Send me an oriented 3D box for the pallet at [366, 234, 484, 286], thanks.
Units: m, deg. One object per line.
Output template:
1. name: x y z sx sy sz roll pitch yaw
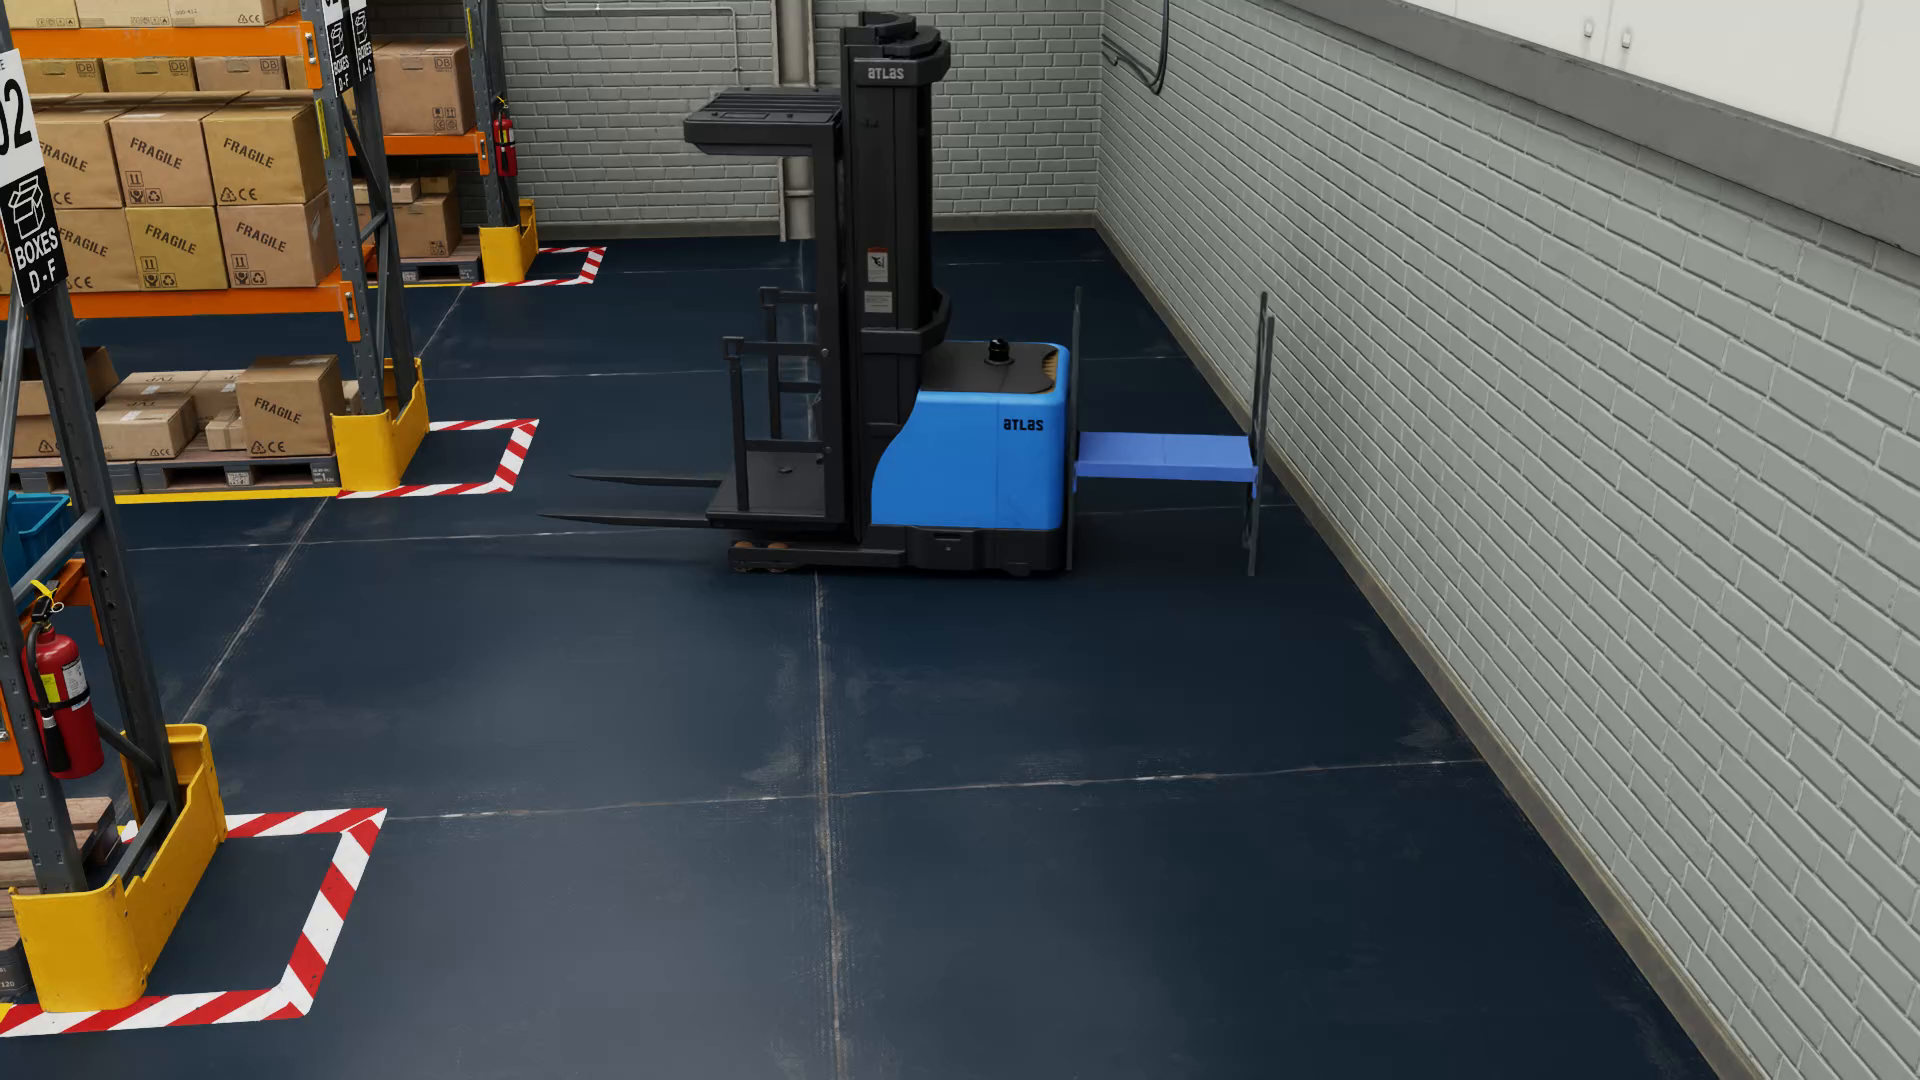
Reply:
1. pallet: -4.974 -2.580 15.294 1.213 0.211 1.003 -2 24 -5

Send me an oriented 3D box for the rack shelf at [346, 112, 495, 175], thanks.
1. rack shelf: -6.177 -3.509 14.837 4.000 0.370 1.077 -2 24 -5

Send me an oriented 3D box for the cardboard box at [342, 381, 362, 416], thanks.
1. cardboard box: -4.146 -0.936 11.131 0.250 0.149 0.380 -2 24 -5

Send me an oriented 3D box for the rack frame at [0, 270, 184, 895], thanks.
1. rack frame: -3.213 0.087 5.861 0.127 3.000 1.000 -2 24 -5

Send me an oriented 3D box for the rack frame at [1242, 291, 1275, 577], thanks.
1. rack frame: 1.648 -0.580 9.208 0.032 1.500 0.500 2 24 5

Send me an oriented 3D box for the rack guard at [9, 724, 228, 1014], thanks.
1. rack guard: -3.190 1.223 6.383 0.348 0.500 1.175 -2 24 -5

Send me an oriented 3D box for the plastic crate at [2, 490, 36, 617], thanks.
1. plastic crate: -3.528 0.132 5.642 0.499 0.435 0.616 -2 24 -5

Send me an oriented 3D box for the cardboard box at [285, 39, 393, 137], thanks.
1. cardboard box: -5.416 -3.997 14.679 0.700 0.700 0.980 -2 24 -6

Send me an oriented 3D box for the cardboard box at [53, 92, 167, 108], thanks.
1. cardboard box: -5.181 -2.465 10.248 0.500 0.500 0.500 -2 24 -4

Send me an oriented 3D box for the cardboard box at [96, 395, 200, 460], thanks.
1. cardboard box: -5.161 -0.713 10.504 0.500 0.250 0.500 -2 24 -5

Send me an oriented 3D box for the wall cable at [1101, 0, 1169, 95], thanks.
1. wall cable: 1.477 -5.321 14.466 0.112 2.526 3.097 -2 24 -5

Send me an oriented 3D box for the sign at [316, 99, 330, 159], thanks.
1. sign: -3.661 -2.364 9.560 0.005 0.325 0.100 -2 24 -5

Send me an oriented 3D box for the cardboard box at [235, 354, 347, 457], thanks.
1. cardboard box: -4.213 -0.853 10.512 0.500 0.500 0.500 -2 24 -5

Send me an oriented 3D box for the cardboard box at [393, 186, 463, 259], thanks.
1. cardboard box: -4.873 -2.899 15.139 0.500 0.500 0.700 -2 24 -5

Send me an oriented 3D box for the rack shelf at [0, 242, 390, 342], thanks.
1. rack shelf: -5.686 -1.507 10.333 4.000 0.370 1.077 -2 24 -5

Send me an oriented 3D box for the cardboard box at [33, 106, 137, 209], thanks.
1. cardboard box: -5.130 -2.246 9.756 0.500 0.500 0.500 -2 24 -4

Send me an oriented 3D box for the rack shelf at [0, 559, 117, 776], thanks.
1. rack shelf: -5.203 0.496 5.828 4.000 0.370 1.077 -2 24 -5

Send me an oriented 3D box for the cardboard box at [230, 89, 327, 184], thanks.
1. cardboard box: -4.163 -2.507 10.343 0.500 0.500 0.500 -2 24 -4

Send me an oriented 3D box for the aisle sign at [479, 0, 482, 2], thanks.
1. aisle sign: -4.085 -4.987 14.076 0.004 0.787 0.394 -2 24 -5

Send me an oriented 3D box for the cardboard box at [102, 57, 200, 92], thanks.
1. cardboard box: -6.899 -3.937 14.545 0.700 0.700 0.980 -3 24 -6

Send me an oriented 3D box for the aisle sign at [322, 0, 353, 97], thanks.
1. aisle sign: -3.598 -2.982 9.566 0.004 0.787 0.394 -2 24 -5

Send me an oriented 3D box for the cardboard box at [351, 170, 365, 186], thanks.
1. cardboard box: -5.522 -3.251 15.132 0.250 0.149 0.380 -2 24 -5

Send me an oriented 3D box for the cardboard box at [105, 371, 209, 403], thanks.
1. cardboard box: -5.260 -0.913 10.955 0.500 0.250 0.500 -2 24 -5

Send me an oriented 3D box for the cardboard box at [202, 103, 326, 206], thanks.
1. cardboard box: -4.112 -2.289 9.853 0.500 0.500 0.500 -3 24 -6

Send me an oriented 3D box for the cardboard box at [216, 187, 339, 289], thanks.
1. cardboard box: -4.115 -1.833 10.058 0.500 0.500 0.500 -2 24 -4

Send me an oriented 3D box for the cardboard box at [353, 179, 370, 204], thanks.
1. cardboard box: -5.237 -3.106 14.807 0.250 0.149 0.380 -2 24 -4

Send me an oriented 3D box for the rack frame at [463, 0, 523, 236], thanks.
1. rack frame: -4.186 -3.917 14.871 0.127 3.000 1.000 -2 24 -5

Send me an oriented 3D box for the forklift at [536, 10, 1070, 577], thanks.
1. forklift: -0.895 -1.366 9.214 3.031 2.935 1.130 2 24 5

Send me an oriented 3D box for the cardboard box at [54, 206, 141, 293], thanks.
1. cardboard box: -5.128 -1.793 9.968 0.500 0.500 0.500 -2 24 -5

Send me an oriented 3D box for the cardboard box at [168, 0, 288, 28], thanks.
1. cardboard box: -4.181 -3.090 9.501 0.500 0.250 0.500 -2 24 -5

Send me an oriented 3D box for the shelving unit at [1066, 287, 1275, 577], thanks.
1. shelving unit: 1.142 -0.598 9.248 1.048 1.500 0.538 2 24 5

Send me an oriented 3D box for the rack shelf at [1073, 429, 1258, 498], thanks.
1. rack shelf: 1.142 -0.433 9.321 1.000 0.185 0.538 2 24 5

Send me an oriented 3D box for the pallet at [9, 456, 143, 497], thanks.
1. pallet: -5.776 -0.558 10.747 1.213 0.211 1.003 -2 24 -5

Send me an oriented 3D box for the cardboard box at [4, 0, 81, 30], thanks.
1. cardboard box: -5.176 -3.050 9.410 0.500 0.250 0.500 -2 24 -5

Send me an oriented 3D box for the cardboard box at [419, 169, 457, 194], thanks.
1. cardboard box: -4.769 -3.281 15.200 0.250 0.149 0.380 -2 24 -5

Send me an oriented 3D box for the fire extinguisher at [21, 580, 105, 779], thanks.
1. fire extinguisher: -3.018 0.470 5.553 0.183 0.674 0.296 -2 24 -5
